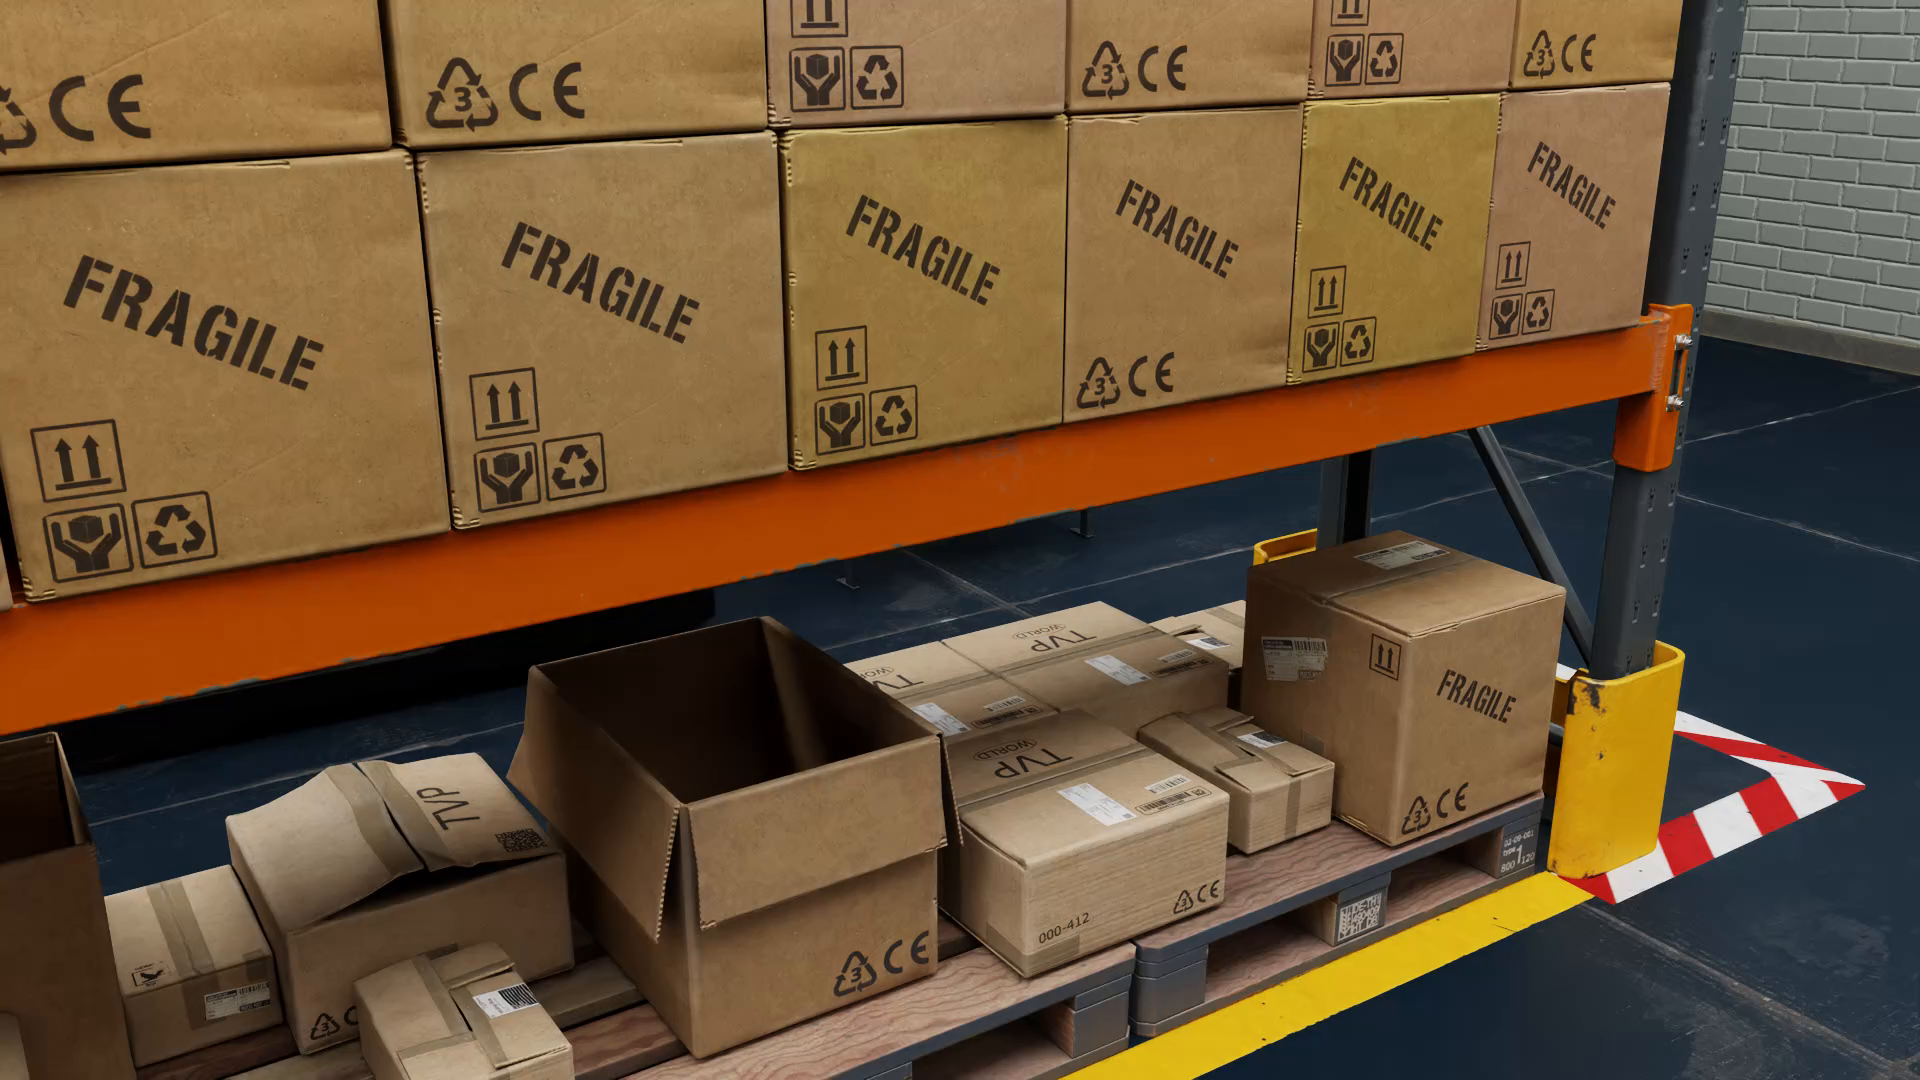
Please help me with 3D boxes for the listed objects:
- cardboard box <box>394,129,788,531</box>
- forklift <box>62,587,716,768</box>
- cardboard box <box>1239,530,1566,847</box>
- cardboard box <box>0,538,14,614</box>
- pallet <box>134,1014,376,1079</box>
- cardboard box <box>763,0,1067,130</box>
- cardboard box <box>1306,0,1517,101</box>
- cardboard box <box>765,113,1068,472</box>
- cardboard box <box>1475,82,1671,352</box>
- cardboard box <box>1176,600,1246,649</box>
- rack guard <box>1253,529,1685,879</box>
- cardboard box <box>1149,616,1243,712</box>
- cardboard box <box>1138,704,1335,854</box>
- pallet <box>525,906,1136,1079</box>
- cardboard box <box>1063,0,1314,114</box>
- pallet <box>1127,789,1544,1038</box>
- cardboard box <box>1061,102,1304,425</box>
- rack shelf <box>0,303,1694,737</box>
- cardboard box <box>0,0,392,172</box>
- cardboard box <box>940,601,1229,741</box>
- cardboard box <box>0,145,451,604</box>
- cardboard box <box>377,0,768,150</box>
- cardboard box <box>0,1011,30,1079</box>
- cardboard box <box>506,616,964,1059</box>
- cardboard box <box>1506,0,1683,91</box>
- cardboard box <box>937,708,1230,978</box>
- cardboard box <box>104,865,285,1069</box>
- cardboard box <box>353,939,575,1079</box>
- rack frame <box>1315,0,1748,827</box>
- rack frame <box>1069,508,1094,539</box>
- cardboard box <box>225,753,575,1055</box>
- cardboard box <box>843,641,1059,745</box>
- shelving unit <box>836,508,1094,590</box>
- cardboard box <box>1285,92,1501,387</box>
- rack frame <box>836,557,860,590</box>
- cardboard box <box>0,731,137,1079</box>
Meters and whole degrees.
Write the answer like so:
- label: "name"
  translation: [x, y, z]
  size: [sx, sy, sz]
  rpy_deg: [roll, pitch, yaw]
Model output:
- label: "cardboard box"
  translation: [-0.599, -0.356, 2.459]
  size: [0.500, 0.500, 0.500]
  rpy_deg: [-12, 22, -32]
- label: "forklift"
  translation: [-2.316, -0.972, 4.544]
  size: [3.031, 2.935, 1.130]
  rpy_deg: [-11, 21, -29]
- label: "cardboard box"
  translation: [1.003, 0.319, 3.832]
  size: [0.500, 0.500, 0.500]
  rpy_deg: [-12, 22, -31]
- label: "cardboard box"
  translation: [-1.444, -0.178, 1.931]
  size: [0.500, 0.500, 0.500]
  rpy_deg: [-11, 22, -30]
- label: "pallet"
  translation: [-1.445, 1.087, 2.700]
  size: [1.213, 0.211, 1.003]
  rpy_deg: [-12, 22, -31]
- label: "cardboard box"
  translation: [-0.180, -0.915, 2.550]
  size: [0.500, 0.500, 0.500]
  rpy_deg: [-11, 22, -30]
- label: "cardboard box"
  translation: [0.680, -1.098, 3.091]
  size: [0.500, 0.500, 0.500]
  rpy_deg: [-11, 22, -30]
- label: "cardboard box"
  translation: [-0.175, -0.446, 2.725]
  size: [0.500, 0.500, 0.500]
  rpy_deg: [-12, 22, -32]
- label: "cardboard box"
  translation: [1.097, -0.714, 3.516]
  size: [0.500, 0.500, 0.500]
  rpy_deg: [-11, 22, -30]
- label: "cardboard box"
  translation: [0.783, 0.306, 4.421]
  size: [0.250, 0.149, 0.380]
  rpy_deg: [-12, 22, -31]
- label: "rack guard"
  translation: [1.258, 0.380, 4.342]
  size: [0.348, 0.500, 1.175]
  rpy_deg: [-12, 22, -31]
- label: "cardboard box"
  translation: [0.574, 0.342, 4.288]
  size: [0.250, 0.166, 0.380]
  rpy_deg: [-12, 22, -31]
- label: "cardboard box"
  translation: [0.615, 0.525, 3.746]
  size: [0.250, 0.166, 0.380]
  rpy_deg: [-12, 22, -31]
- label: "pallet"
  translation: [-0.425, 0.871, 3.340]
  size: [1.213, 0.211, 1.003]
  rpy_deg: [-12, 22, -31]
- label: "cardboard box"
  translation: [0.249, -1.005, 2.817]
  size: [0.500, 0.500, 0.500]
  rpy_deg: [-11, 22, -30]
- label: "pallet"
  translation: [0.593, 0.657, 3.972]
  size: [1.213, 0.211, 1.003]
  rpy_deg: [-12, 22, -31]
- label: "cardboard box"
  translation: [0.246, -0.535, 2.987]
  size: [0.500, 0.500, 0.500]
  rpy_deg: [-12, 22, -31]
- label: "rack shelf"
  translation: [-0.349, -0.125, 3.054]
  size: [4.000, 0.370, 1.077]
  rpy_deg: [-12, 22, -31]
- label: "cardboard box"
  translation: [-1.040, -0.733, 2.013]
  size: [0.500, 0.500, 0.500]
  rpy_deg: [-13, 22, -33]
- label: "cardboard box"
  translation: [0.294, 0.384, 4.031]
  size: [0.500, 0.250, 0.500]
  rpy_deg: [-12, 22, -31]
- label: "cardboard box"
  translation: [-1.018, -0.269, 2.200]
  size: [0.500, 0.500, 0.500]
  rpy_deg: [-11, 22, -30]
- label: "cardboard box"
  translation: [-0.611, -0.824, 2.280]
  size: [0.500, 0.500, 0.500]
  rpy_deg: [-13, 22, -33]
- label: "cardboard box"
  translation: [-1.550, 0.936, 2.304]
  size: [0.500, 0.311, 0.500]
  rpy_deg: [-12, 22, -31]
- label: "cardboard box"
  translation: [-0.453, 0.528, 3.209]
  size: [0.637, 0.503, 0.797]
  rpy_deg: [-12, 22, -31]
- label: "cardboard box"
  translation: [1.101, -1.187, 3.355]
  size: [0.500, 0.500, 0.500]
  rpy_deg: [-12, 22, -32]
- label: "cardboard box"
  translation: [0.193, 0.597, 3.401]
  size: [0.500, 0.250, 0.500]
  rpy_deg: [-12, 22, -31]
- label: "cardboard box"
  translation: [-1.419, 0.770, 3.047]
  size: [0.250, 0.149, 0.380]
  rpy_deg: [-12, 22, -31]
- label: "cardboard box"
  translation: [-0.833, 0.849, 2.786]
  size: [0.250, 0.166, 0.380]
  rpy_deg: [-12, 22, -31]
- label: "rack frame"
  translation: [1.322, -0.818, 3.981]
  size: [0.127, 3.000, 1.000]
  rpy_deg: [-12, 22, -31]
- label: "rack frame"
  translation: [0.353, -0.785, 6.225]
  size: [0.032, 1.500, 0.500]
  rpy_deg: [-12, 22, -31]
- label: "cardboard box"
  translation: [-1.073, 0.644, 3.169]
  size: [0.500, 0.311, 0.500]
  rpy_deg: [-12, 22, -31]
- label: "cardboard box"
  translation: [-0.124, 0.472, 3.771]
  size: [0.500, 0.250, 0.500]
  rpy_deg: [-12, 22, -31]
- label: "shelving unit"
  translation: [-0.071, -0.695, 5.960]
  size: [1.048, 1.500, 0.538]
  rpy_deg: [-12, 22, -31]
- label: "cardboard box"
  translation: [0.666, -0.621, 3.243]
  size: [0.500, 0.500, 0.500]
  rpy_deg: [-12, 22, -31]
- label: "rack frame"
  translation: [-0.496, -0.606, 5.695]
  size: [0.032, 1.500, 0.500]
  rpy_deg: [-12, 22, -31]
- label: "cardboard box"
  translation: [-1.699, 0.686, 2.748]
  size: [0.500, 0.500, 0.500]
  rpy_deg: [-12, 22, -31]
